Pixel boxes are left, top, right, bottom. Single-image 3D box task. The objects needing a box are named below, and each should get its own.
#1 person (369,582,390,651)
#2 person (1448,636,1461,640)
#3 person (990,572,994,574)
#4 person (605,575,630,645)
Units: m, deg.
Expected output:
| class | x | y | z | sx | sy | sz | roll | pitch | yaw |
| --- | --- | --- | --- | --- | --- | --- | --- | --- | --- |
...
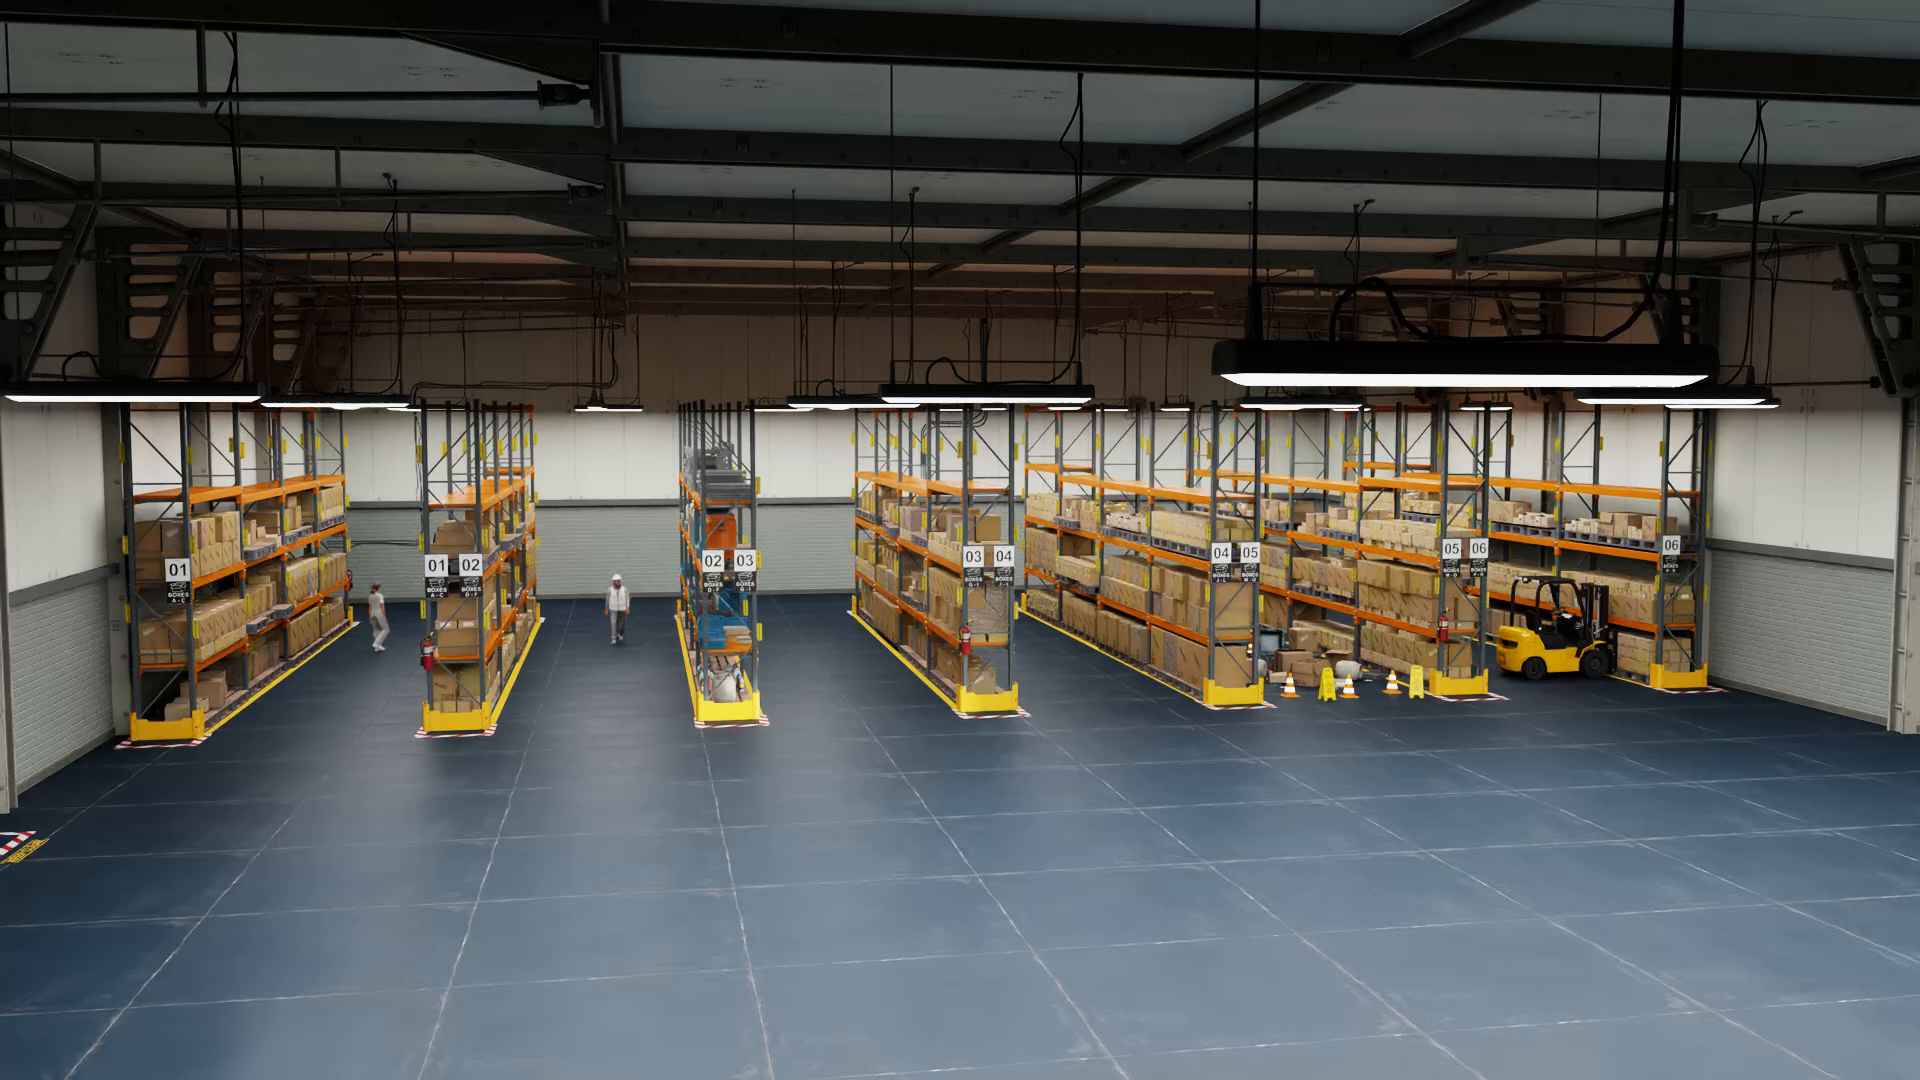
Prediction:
| class | x | y | z | sx | sy | sz | roll | pitch | yaw |
| --- | --- | --- | --- | --- | --- | --- | --- | --- | --- |
| person | -14.091 | 1.863 | 40.161 | 0.479 | 1.673 | 0.491 | 2 | 5 | 25 |
| person | 11.421 | 2.007 | 38.328 | 0.519 | 1.703 | 0.344 | -3 | 5 | -36 |
| person | 1.194 | 1.127 | 49.494 | 0.552 | 1.652 | 1.108 | 2 | 5 | 24 |
| person | -8.540 | 1.716 | 41.445 | 0.583 | 1.706 | 1.082 | -1 | 4 | -16 |
